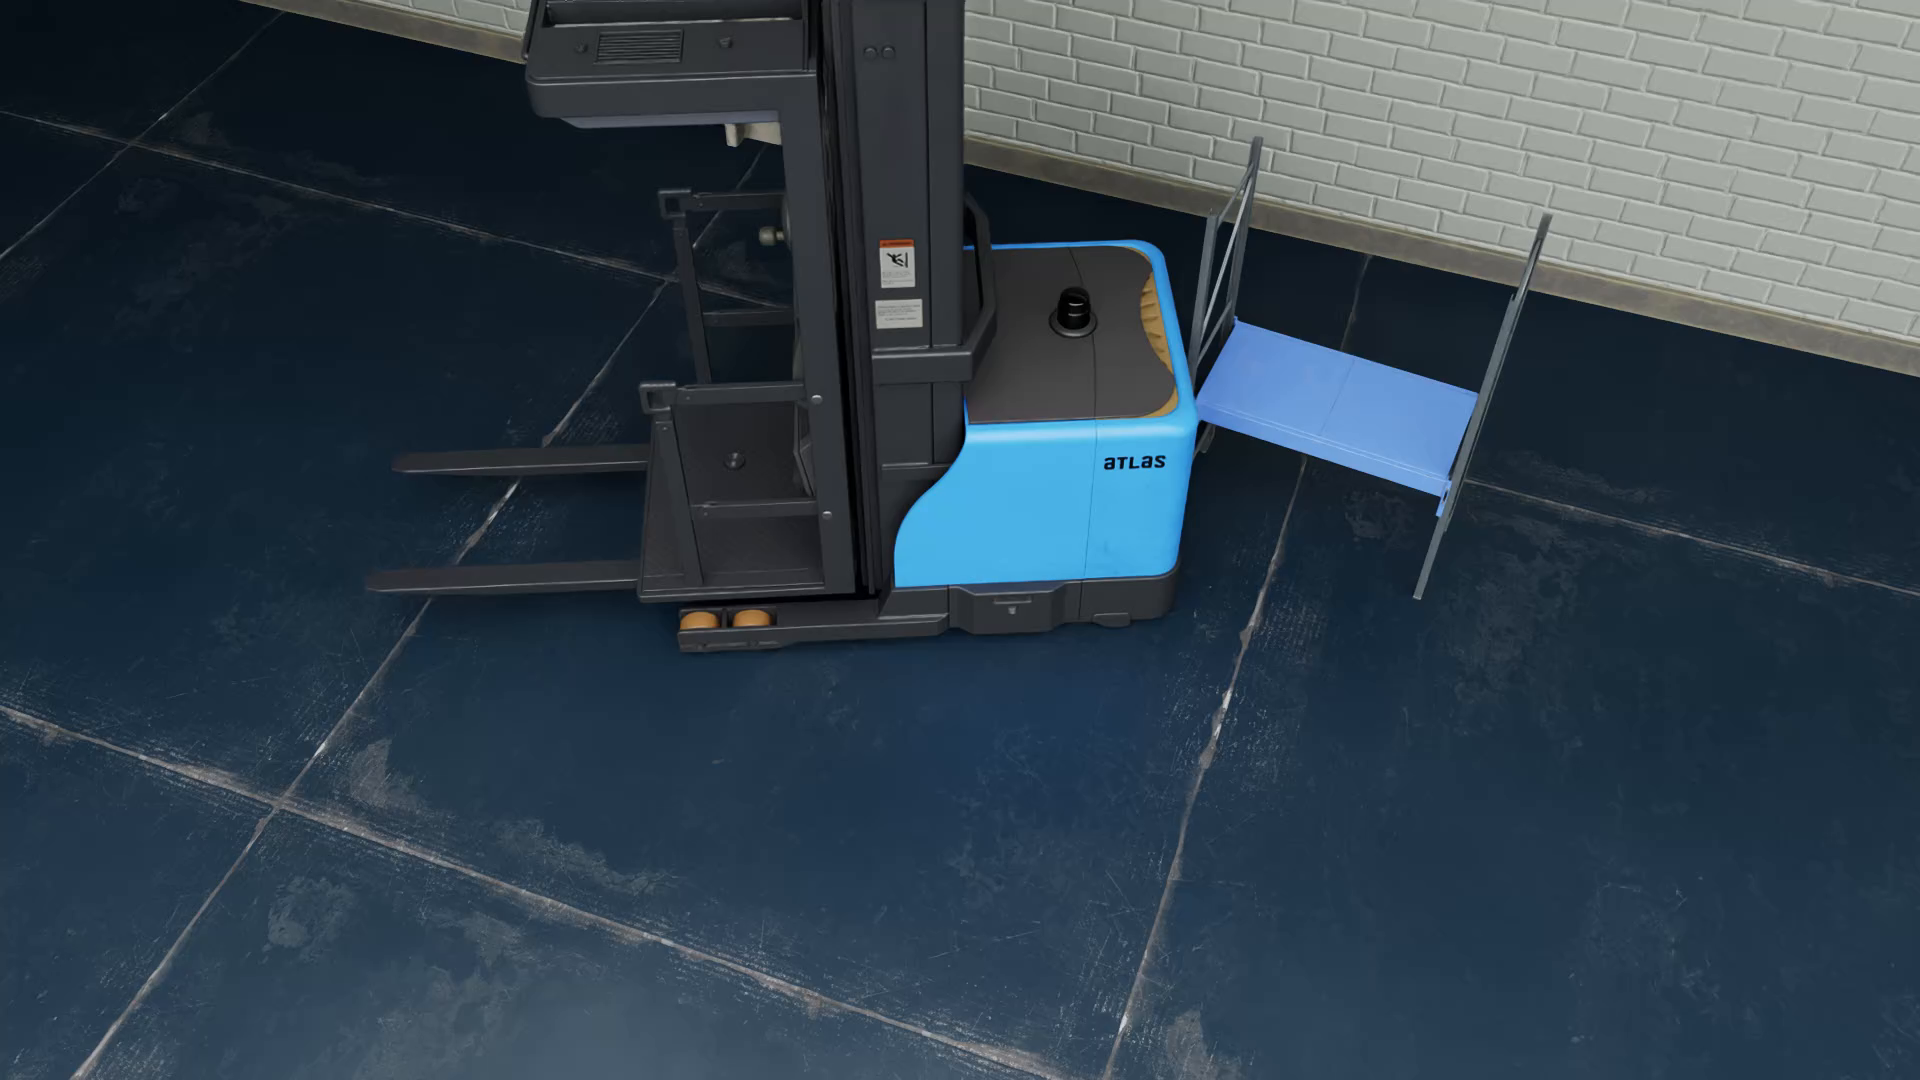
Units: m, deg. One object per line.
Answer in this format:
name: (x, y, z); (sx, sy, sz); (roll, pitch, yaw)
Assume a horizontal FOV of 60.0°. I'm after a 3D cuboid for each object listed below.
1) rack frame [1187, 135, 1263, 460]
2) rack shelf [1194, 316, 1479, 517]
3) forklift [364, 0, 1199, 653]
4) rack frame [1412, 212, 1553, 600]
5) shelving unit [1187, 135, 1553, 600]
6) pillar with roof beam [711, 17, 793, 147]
rack frame: (0.950, -0.763, 6.285); (0.032, 1.500, 0.500); (20, 52, 16)
rack shelf: (1.409, -0.480, 6.279); (1.000, 0.185, 0.538); (20, 52, 16)
forklift: (-0.718, -0.951, 5.501); (3.031, 2.935, 1.130); (-2, 49, -2)
rack frame: (1.869, -0.434, 6.000); (0.032, 1.500, 0.500); (20, 52, 16)
shelving unit: (1.409, -0.598, 6.143); (1.048, 1.500, 0.538); (20, 52, 16)
pillar with roof beam: (-2.423, -1.934, 2.337); (0.400, 9.000, 9.100); (16, 51, 13)
